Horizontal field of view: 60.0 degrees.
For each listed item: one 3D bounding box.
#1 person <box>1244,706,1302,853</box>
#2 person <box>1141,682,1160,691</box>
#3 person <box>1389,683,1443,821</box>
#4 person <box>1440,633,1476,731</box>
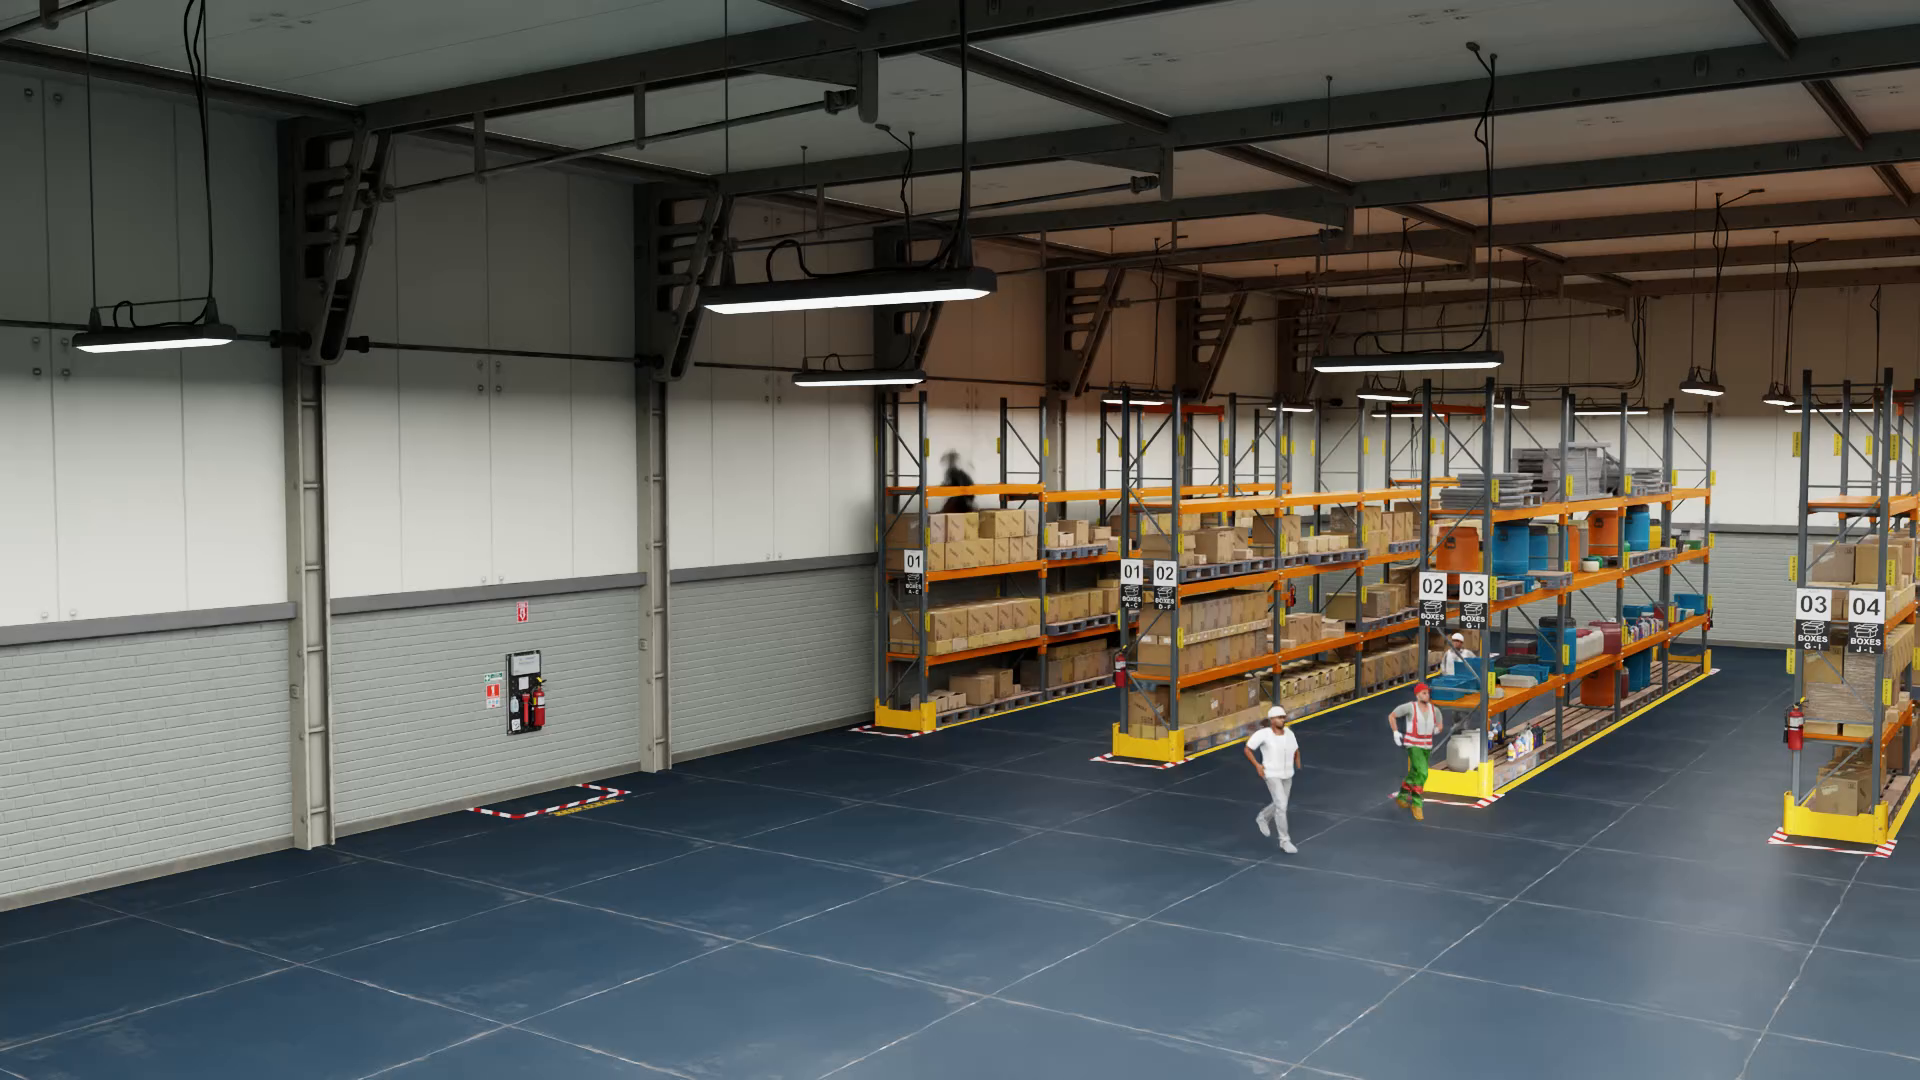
[{"bbox_3d":[3.957,2.956,20.805,0.704,1.766,0.896,-2,4,-28],"label":"person"},{"bbox_3d":[3.507,2.470,30.180,0.691,1.734,0.632,2,4,33],"label":"person"},{"bbox_3d":[6.247,2.847,22.666,0.662,1.817,0.716,-1,3,-25],"label":"person"},{"bbox_3d":[8.757,2.504,29.249,0.689,1.731,0.586,2,4,36],"label":"person"}]
